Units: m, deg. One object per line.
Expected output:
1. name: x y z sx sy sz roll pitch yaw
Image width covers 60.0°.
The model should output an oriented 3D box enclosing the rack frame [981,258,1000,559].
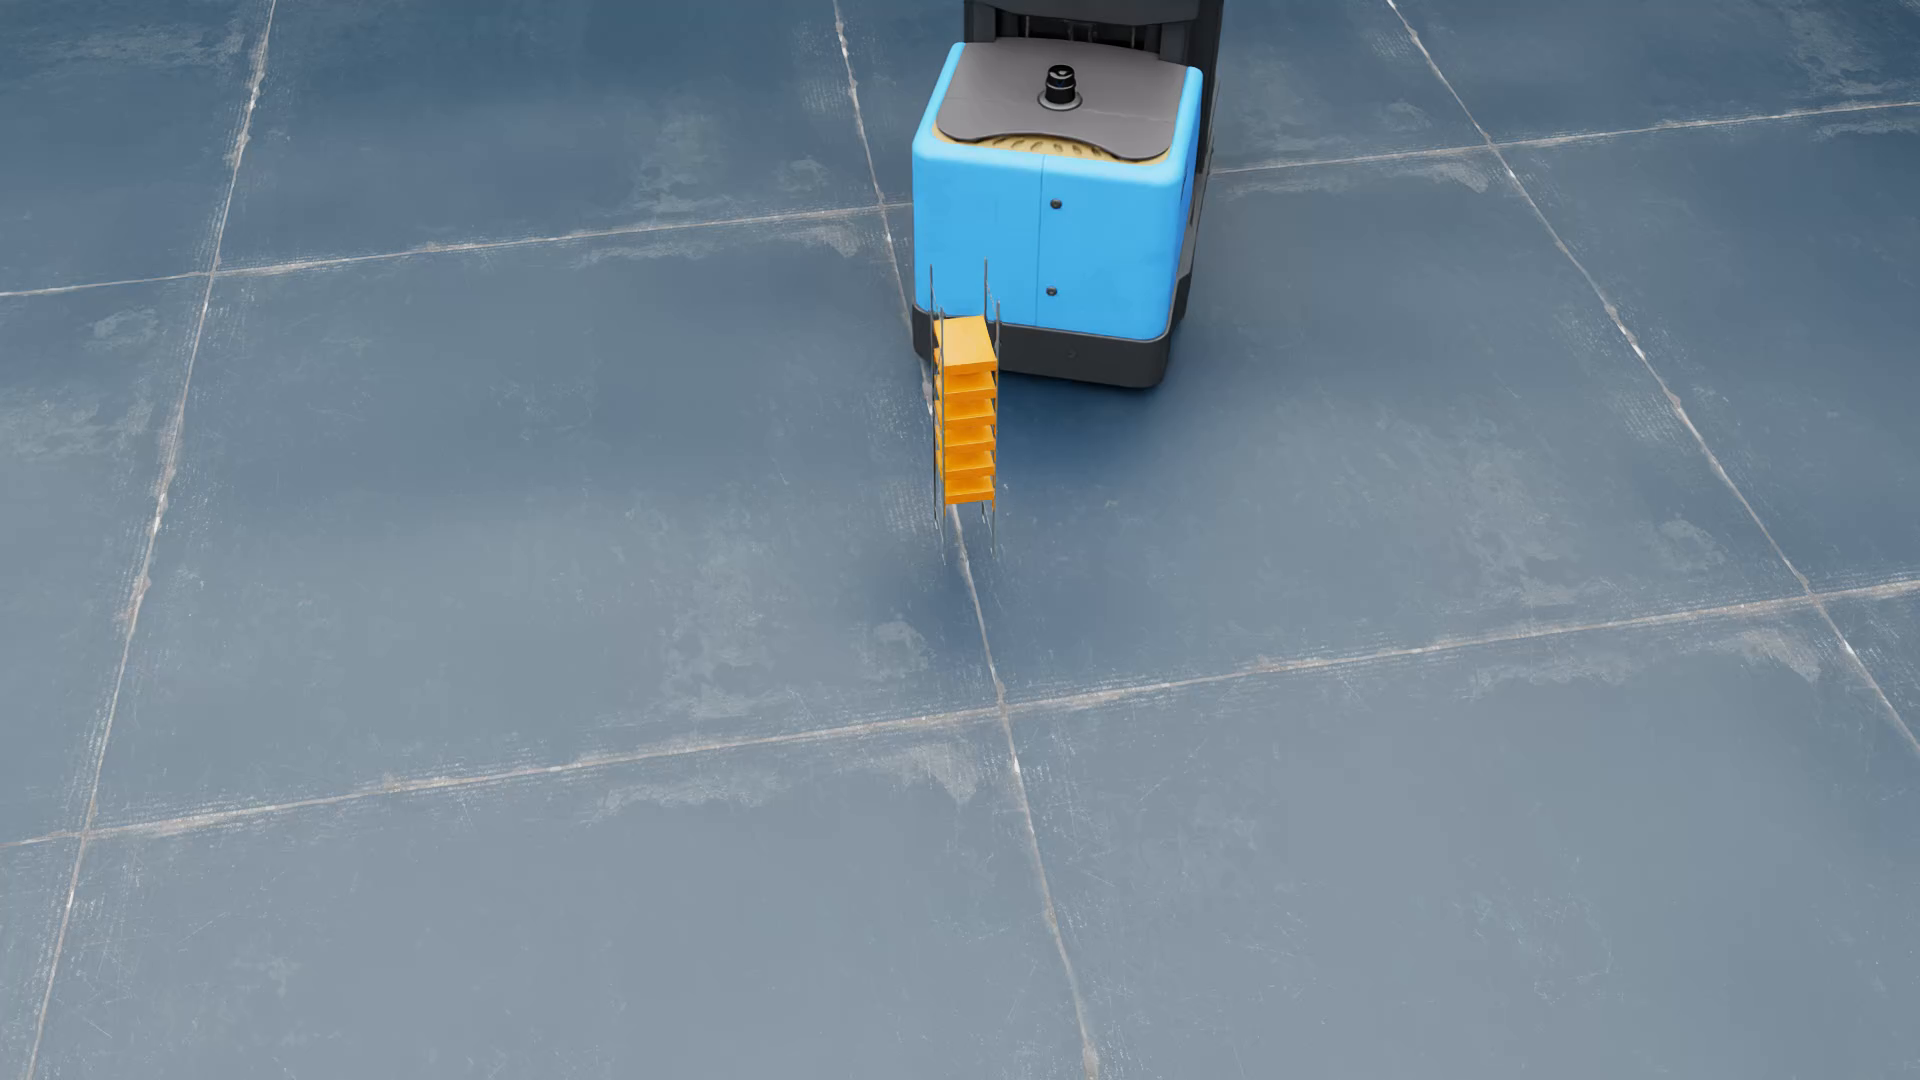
1. rack frame: 0.104 -0.429 5.830 0.006 1.200 0.240 -7 46 -7

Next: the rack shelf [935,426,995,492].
1. rack shelf: 0.014 -0.304 5.938 0.180 0.103 0.258 -7 46 -7

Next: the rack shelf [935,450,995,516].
1. rack shelf: 0.014 -0.221 6.024 0.180 0.103 0.258 -7 46 -7

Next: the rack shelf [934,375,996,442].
1. rack shelf: 0.014 -0.471 5.765 0.180 0.103 0.258 -7 46 -7

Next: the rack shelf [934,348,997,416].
1. rack shelf: 0.014 -0.554 5.679 0.180 0.103 0.258 -7 46 -7

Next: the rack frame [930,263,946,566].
1. rack frame: -0.076 -0.407 5.809 0.006 1.200 0.240 -7 46 -7

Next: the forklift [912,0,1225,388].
1. forklift: 0.607 -2.712 6.828 1.130 2.935 3.031 8 47 8

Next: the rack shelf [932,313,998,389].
1. rack shelf: 0.014 -0.637 5.592 0.180 0.103 0.258 -7 46 -7

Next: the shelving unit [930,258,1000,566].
1. shelving unit: 0.014 -0.418 5.820 0.189 1.200 0.258 -7 46 -7

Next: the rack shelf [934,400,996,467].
1. rack shelf: 0.014 -0.387 5.852 0.180 0.103 0.258 -7 46 -7
